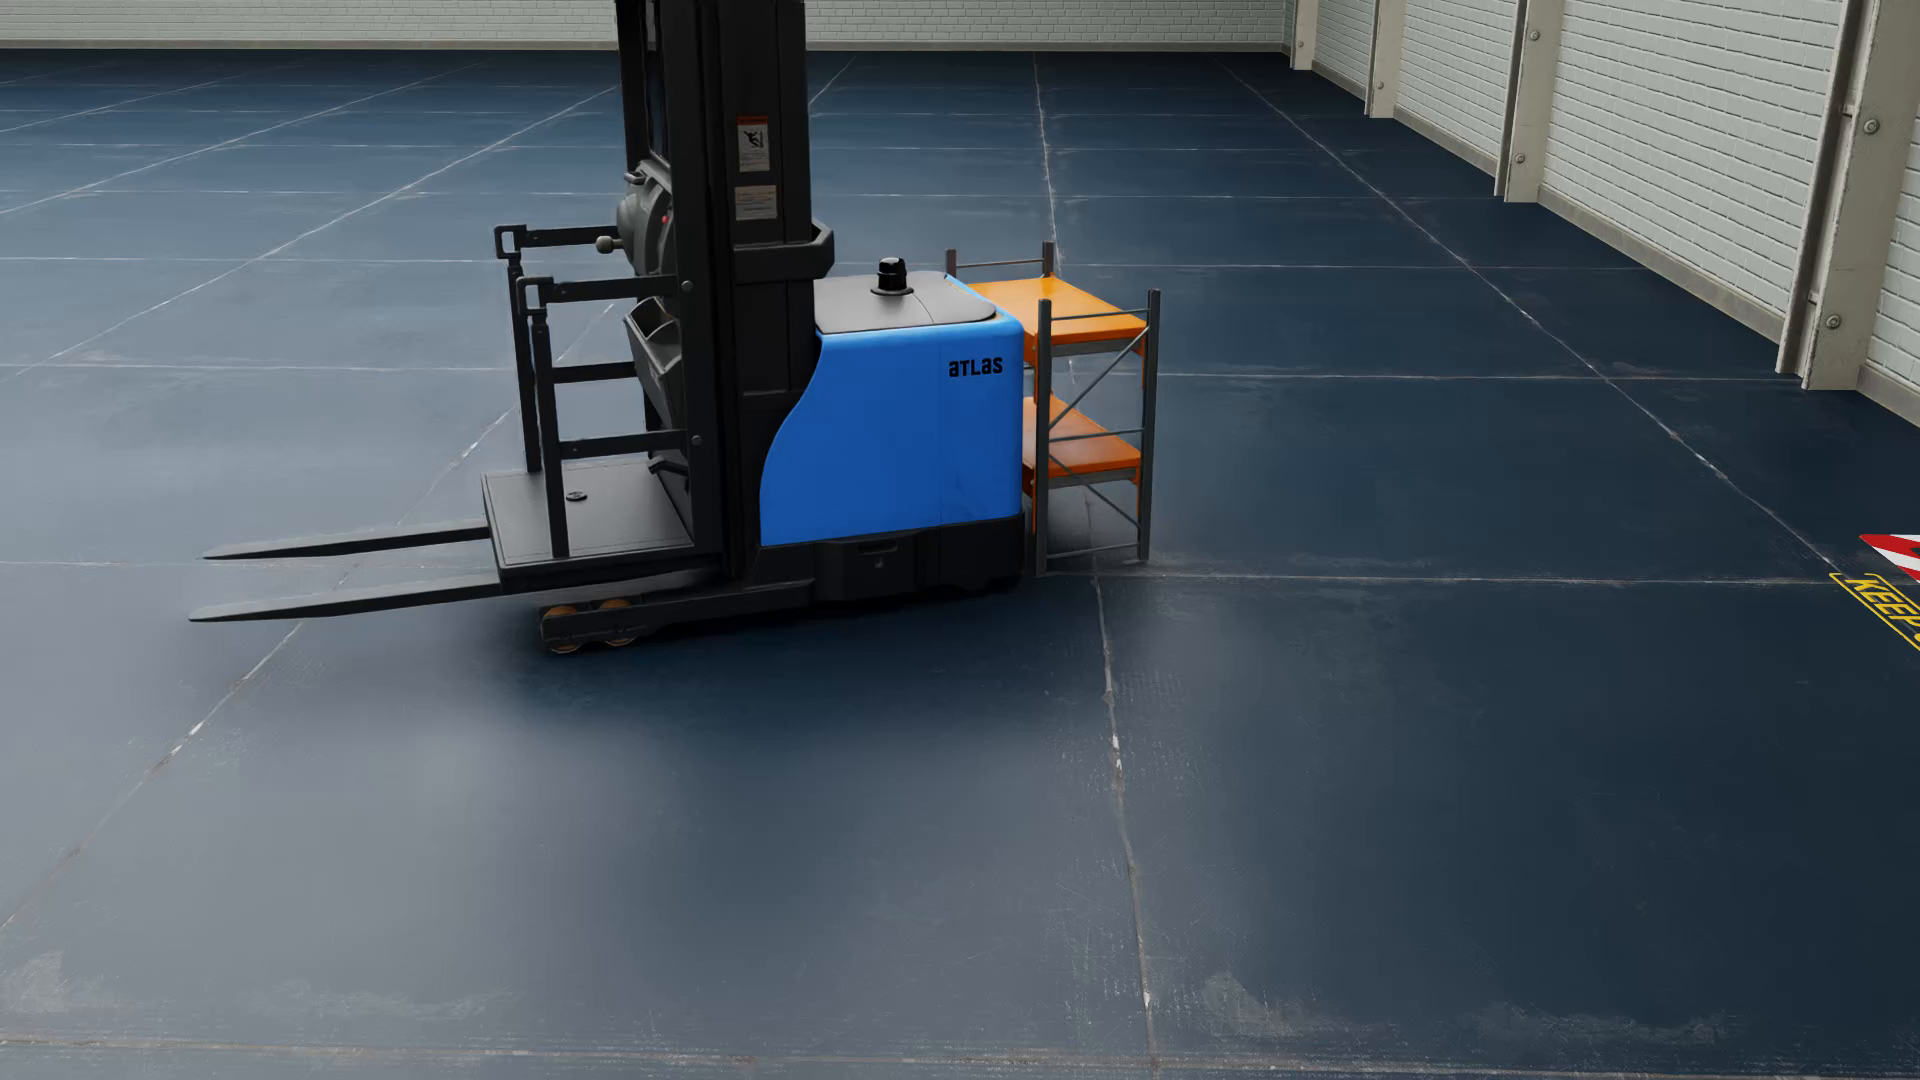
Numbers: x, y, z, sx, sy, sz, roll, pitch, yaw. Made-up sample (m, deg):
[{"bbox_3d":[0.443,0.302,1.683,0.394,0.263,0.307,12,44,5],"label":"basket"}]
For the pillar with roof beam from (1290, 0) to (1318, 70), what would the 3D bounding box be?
[{"bbox_3d":[1.064,-11.650,24.614,9.100,9.000,0.400,1,21,2],"label":"pillar with roof beam"}]

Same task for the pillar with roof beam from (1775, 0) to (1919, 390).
[{"bbox_3d":[0.517,-5.142,7.840,9.100,9.000,0.400,1,21,2],"label":"pillar with roof beam"}]

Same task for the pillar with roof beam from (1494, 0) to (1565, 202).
[{"bbox_3d":[0.699,-7.311,13.432,9.100,9.000,0.400,1,21,2],"label":"pillar with roof beam"}]

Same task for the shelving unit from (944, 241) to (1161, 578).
[{"bbox_3d":[0.352,-0.581,6.970,0.538,1.125,1.048,-8,23,-19],"label":"shelving unit"}]

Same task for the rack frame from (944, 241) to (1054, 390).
[{"bbox_3d":[0.172,-0.752,7.413,0.500,1.125,0.032,-8,23,-19],"label":"rack frame"}]

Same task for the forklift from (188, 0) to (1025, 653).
[{"bbox_3d":[-1.320,-1.174,6.003,3.031,2.935,1.130,-7,22,-17],"label":"forklift"}]

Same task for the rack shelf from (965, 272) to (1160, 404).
[{"bbox_3d":[0.352,-0.853,6.864,0.538,0.278,1.000,-8,23,-19],"label":"rack shelf"}]

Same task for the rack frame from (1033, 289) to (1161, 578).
[{"bbox_3d":[0.533,-0.409,6.527,0.500,1.125,0.032,-8,23,-19],"label":"rack frame"}]

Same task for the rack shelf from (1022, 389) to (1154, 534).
[{"bbox_3d":[0.352,-0.353,7.058,0.538,0.278,1.000,-8,23,-19],"label":"rack shelf"}]

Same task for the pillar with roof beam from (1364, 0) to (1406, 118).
[{"bbox_3d":[0.882,-9.481,19.023,9.100,9.000,0.400,1,21,2],"label":"pillar with roof beam"}]
